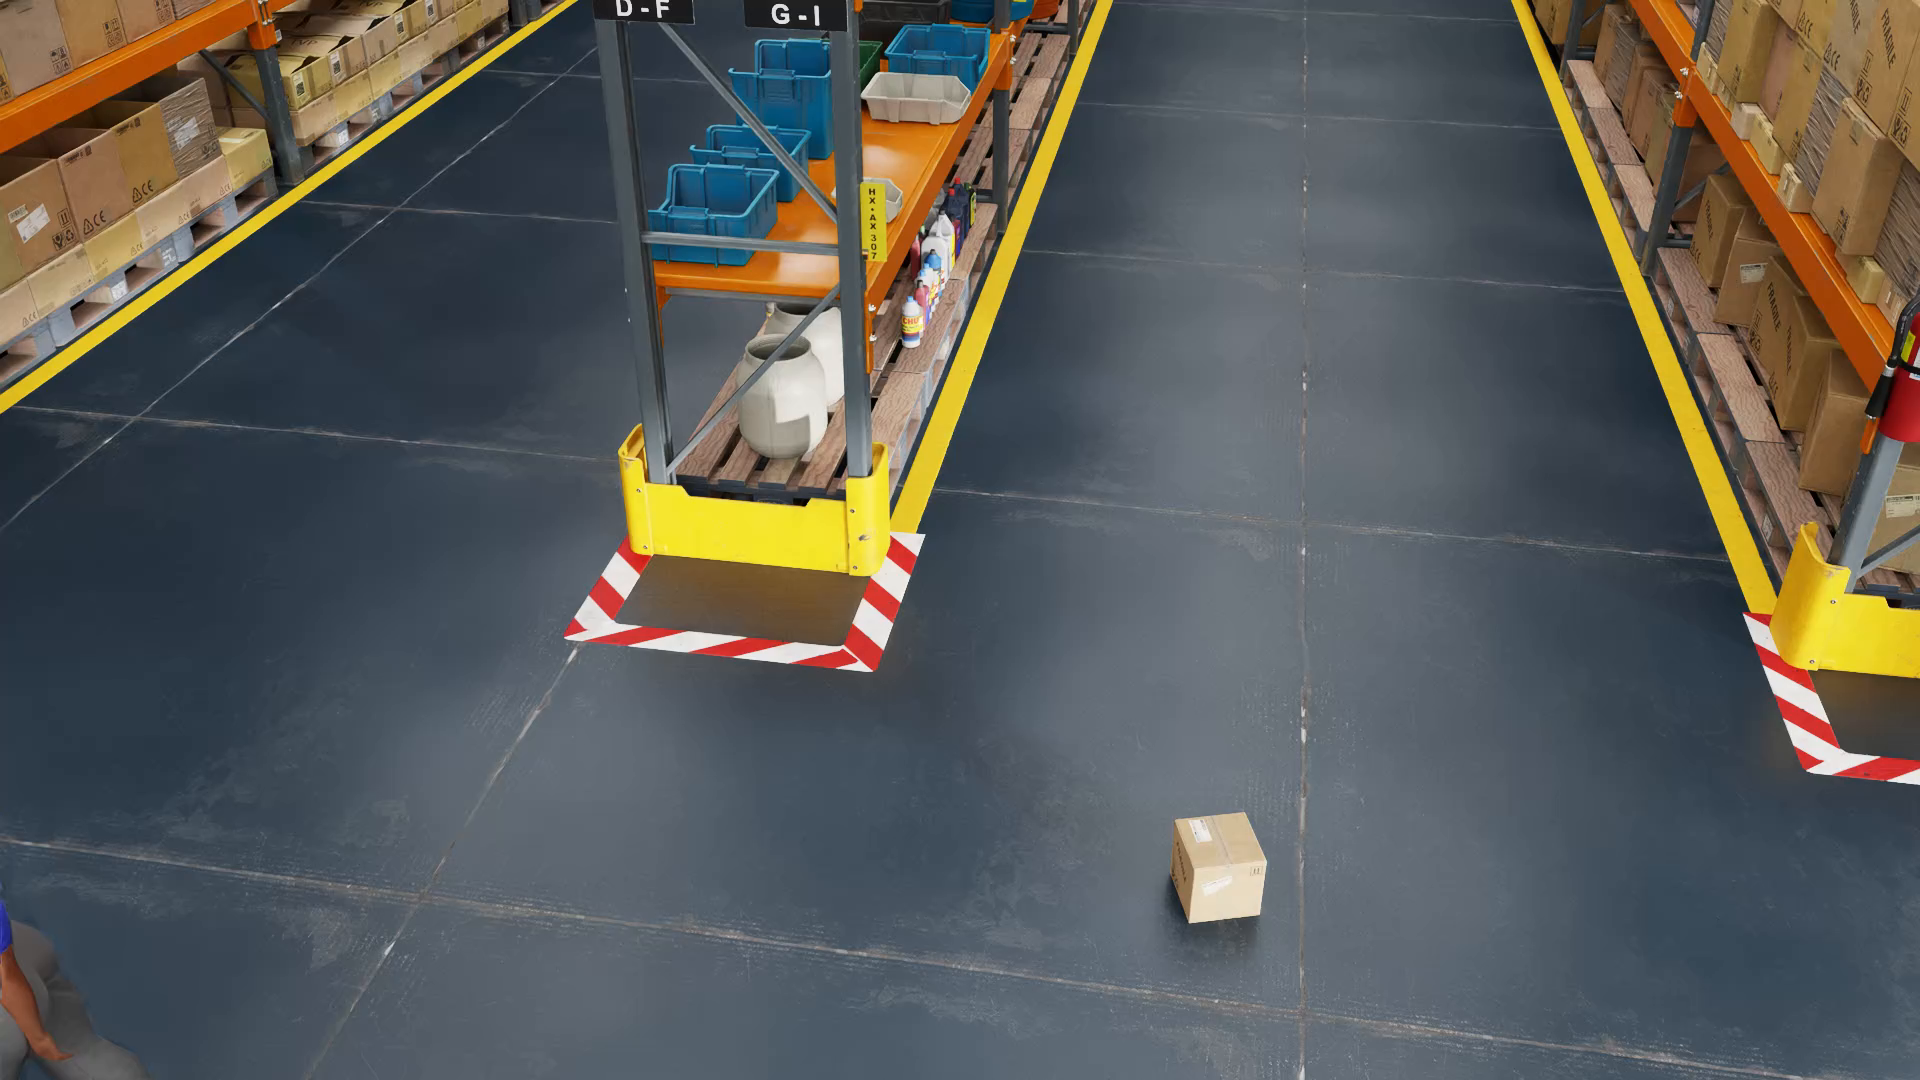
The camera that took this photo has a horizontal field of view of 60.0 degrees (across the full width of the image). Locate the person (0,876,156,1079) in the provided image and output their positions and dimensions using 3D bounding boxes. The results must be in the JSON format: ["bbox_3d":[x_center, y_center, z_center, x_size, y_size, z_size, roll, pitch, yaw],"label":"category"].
[{"bbox_3d":[-2.592,1.193,4.263,0.852,1.636,0.456,-13,35,-20],"label":"person"}]
